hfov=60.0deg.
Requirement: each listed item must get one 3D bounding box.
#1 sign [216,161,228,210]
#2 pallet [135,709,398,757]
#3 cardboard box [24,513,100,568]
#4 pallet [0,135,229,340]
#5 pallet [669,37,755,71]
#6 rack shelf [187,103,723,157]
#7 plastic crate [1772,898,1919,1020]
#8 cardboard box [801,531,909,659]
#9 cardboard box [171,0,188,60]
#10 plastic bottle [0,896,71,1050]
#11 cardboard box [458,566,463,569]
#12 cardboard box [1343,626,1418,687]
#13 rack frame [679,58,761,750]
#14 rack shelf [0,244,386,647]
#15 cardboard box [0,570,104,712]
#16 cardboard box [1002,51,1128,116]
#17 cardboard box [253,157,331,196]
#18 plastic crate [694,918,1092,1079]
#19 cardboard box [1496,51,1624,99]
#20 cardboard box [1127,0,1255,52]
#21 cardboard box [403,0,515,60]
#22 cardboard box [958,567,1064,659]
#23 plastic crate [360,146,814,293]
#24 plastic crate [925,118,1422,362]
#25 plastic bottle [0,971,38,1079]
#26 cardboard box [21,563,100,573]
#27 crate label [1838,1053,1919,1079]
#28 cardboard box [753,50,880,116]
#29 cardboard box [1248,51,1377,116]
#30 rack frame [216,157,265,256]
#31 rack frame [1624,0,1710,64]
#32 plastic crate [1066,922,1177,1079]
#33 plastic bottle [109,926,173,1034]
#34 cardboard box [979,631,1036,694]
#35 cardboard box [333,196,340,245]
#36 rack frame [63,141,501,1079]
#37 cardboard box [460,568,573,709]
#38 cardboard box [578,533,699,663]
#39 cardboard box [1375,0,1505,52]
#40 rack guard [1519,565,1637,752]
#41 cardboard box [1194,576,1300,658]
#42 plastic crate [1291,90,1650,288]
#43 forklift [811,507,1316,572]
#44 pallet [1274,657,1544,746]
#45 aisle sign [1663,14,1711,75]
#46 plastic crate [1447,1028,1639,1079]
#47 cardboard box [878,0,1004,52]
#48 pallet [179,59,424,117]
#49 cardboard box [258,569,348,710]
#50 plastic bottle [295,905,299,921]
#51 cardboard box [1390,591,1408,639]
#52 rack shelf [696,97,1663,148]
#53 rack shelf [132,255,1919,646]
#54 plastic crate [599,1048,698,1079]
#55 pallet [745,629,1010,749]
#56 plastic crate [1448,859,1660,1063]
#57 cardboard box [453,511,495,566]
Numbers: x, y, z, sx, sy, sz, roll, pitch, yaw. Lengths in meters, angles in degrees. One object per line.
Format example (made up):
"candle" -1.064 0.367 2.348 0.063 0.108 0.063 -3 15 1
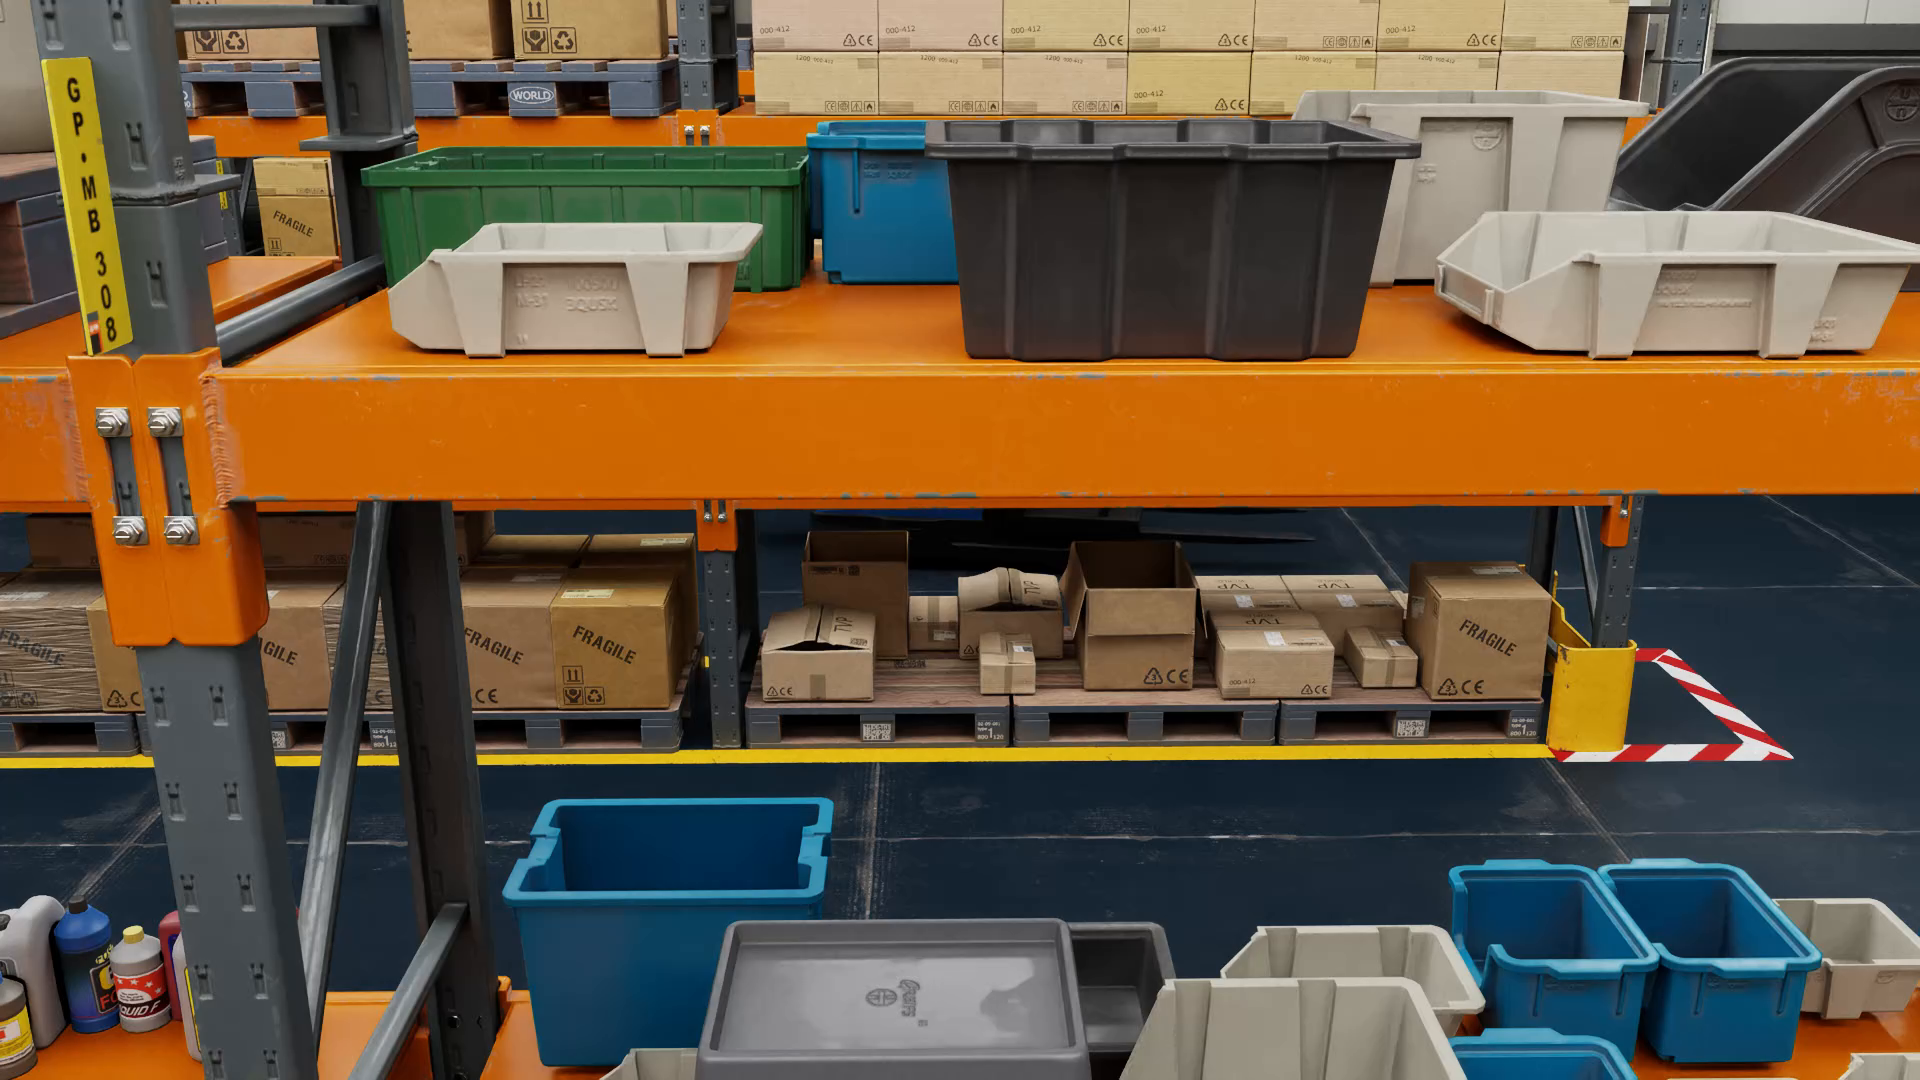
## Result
"sign" -5.134 -2.468 11.564 0.005 0.325 0.100 0 18 -1
"pallet" -3.106 0.724 7.946 1.213 0.211 1.003 0 18 -1
"cardboard box" -4.082 -0.061 7.972 0.500 0.250 0.500 0 18 1
"pallet" -1.778 -0.418 2.339 1.003 0.211 1.213 0 18 -1
"pallet" -2.069 -3.457 11.816 1.217 0.209 0.805 -1 18 -3
"rack shelf" -3.070 -1.702 7.211 4.000 0.370 1.077 0 18 -1
"plastic crate" 1.751 0.844 3.338 0.298 0.136 0.250 0 18 -1
"cardboard box" -0.505 0.265 8.183 0.500 0.500 0.500 0 18 -1
"cardboard box" -3.605 -2.100 7.110 0.500 0.500 0.910 0 18 -1
"plastic bottle" -1.831 0.833 3.242 0.135 0.276 0.152 0 18 -1
"cardboard box" -2.591 0.288 8.110 0.500 0.500 0.500 0 18 0
"cardboard box" 1.983 0.546 7.852 0.250 0.166 0.380 0 18 -1
"rack frame" -1.071 -0.626 7.589 0.127 3.000 1.000 0 18 -1
"rack shelf" -2.996 -0.190 2.495 4.000 0.370 1.077 0 18 -1
"cardboard box" -4.087 0.455 7.592 0.500 0.500 0.500 -1 18 -3
"cardboard box" 0.419 -1.913 6.936 0.500 0.250 0.500 0 18 -1
"cardboard box" -4.665 -2.599 11.829 0.500 0.250 0.500 0 18 0
"plastic crate" -0.099 0.900 2.629 0.583 0.464 0.402 0 18 -1
"cardboard box" 2.419 -1.919 6.955 0.500 0.250 0.500 0 18 -1
"cardboard box" 0.919 -2.152 6.862 0.500 0.250 0.500 0 18 -1
"cardboard box" -2.243 -2.360 7.067 0.600 0.600 0.600 0 18 -1
"cardboard box" 0.244 0.352 8.223 0.500 0.311 0.500 0 18 -1
"plastic crate" -0.577 -0.535 2.741 0.662 0.188 0.450 0 18 -1
"plastic crate" 0.250 -0.402 2.193 0.590 0.269 0.497 0 18 -1
"plastic bottle" -1.810 0.907 3.135 0.097 0.201 0.097 0 18 0
"cardboard box" -4.139 0.298 8.081 0.500 0.500 0.500 0 18 1
"crate label" 1.623 1.029 2.762 0.243 0.136 0.396 0 18 -1
"cardboard box" -0.581 -1.910 6.926 0.500 0.250 0.500 0 18 -1
"cardboard box" 1.419 -1.914 6.938 0.500 0.250 0.500 0 18 -1
"rack frame" -5.152 -2.120 12.245 0.127 3.000 1.000 0 18 -1
"rack frame" 2.929 -3.502 6.733 0.127 3.000 1.000 0 18 -1
"plastic crate" 0.119 0.902 3.179 0.590 0.125 0.437 0 18 -1
"plastic bottle" -1.618 0.859 3.283 0.097 0.201 0.097 0 18 0
"cardboard box" 0.217 0.570 7.778 0.250 0.166 0.380 0 18 -1
"cardboard box" -4.139 -2.243 11.944 0.500 0.500 0.500 0 18 1
"rack frame" -0.996 0.887 2.873 0.127 3.000 1.000 0 18 -1
"cardboard box" -2.054 0.444 7.624 0.500 0.500 0.500 0 18 -1
"cardboard box" -1.558 0.282 8.129 0.500 0.500 0.500 -1 18 -3
"cardboard box" 1.919 -2.158 6.879 0.500 0.250 0.500 0 18 -1
"rack guard" 2.853 0.545 8.030 0.348 0.500 1.175 0 18 -1
"cardboard box" 1.381 0.375 8.249 0.500 0.250 0.500 0 18 -1
"plastic crate" 0.782 -0.588 2.754 0.530 0.282 0.437 0 18 -1
"forklift" 0.654 -1.352 9.964 3.031 2.935 1.130 3 18 8
"pallet" 2.056 0.687 8.061 1.213 0.211 1.003 0 18 -1
"aisle sign" 3.002 -1.790 6.962 0.004 0.787 0.394 0 18 -1
"plastic crate" 0.954 1.007 2.675 0.300 0.233 0.416 0 18 -1
"cardboard box" -0.081 -2.151 6.858 0.500 0.250 0.500 0 18 -1
"pallet" -2.761 -1.977 7.198 1.003 0.211 1.213 0 18 -1
"cardboard box" -3.064 0.450 7.607 0.500 0.500 0.500 -1 18 -3
"plastic bottle" -1.370 0.814 3.292 0.133 0.283 0.061 0 18 -1
"cardboard box" 2.255 0.392 8.332 0.250 0.166 0.380 0 18 -1
"rack shelf" 0.929 -1.722 7.271 4.000 0.370 1.077 0 18 -1
"rack shelf" 1.004 -0.209 2.555 4.000 0.370 1.077 0 18 -1
"plastic crate" -0.529 1.025 2.775 0.243 0.136 0.396 0 18 -1
"pallet" -0.384 0.699 8.025 1.213 0.211 1.003 0 18 -1
"plastic crate" 1.135 0.827 3.235 0.300 0.233 0.416 0 18 -1
"cardboard box" -2.558 -0.070 7.999 0.500 0.250 0.500 0 18 -1
